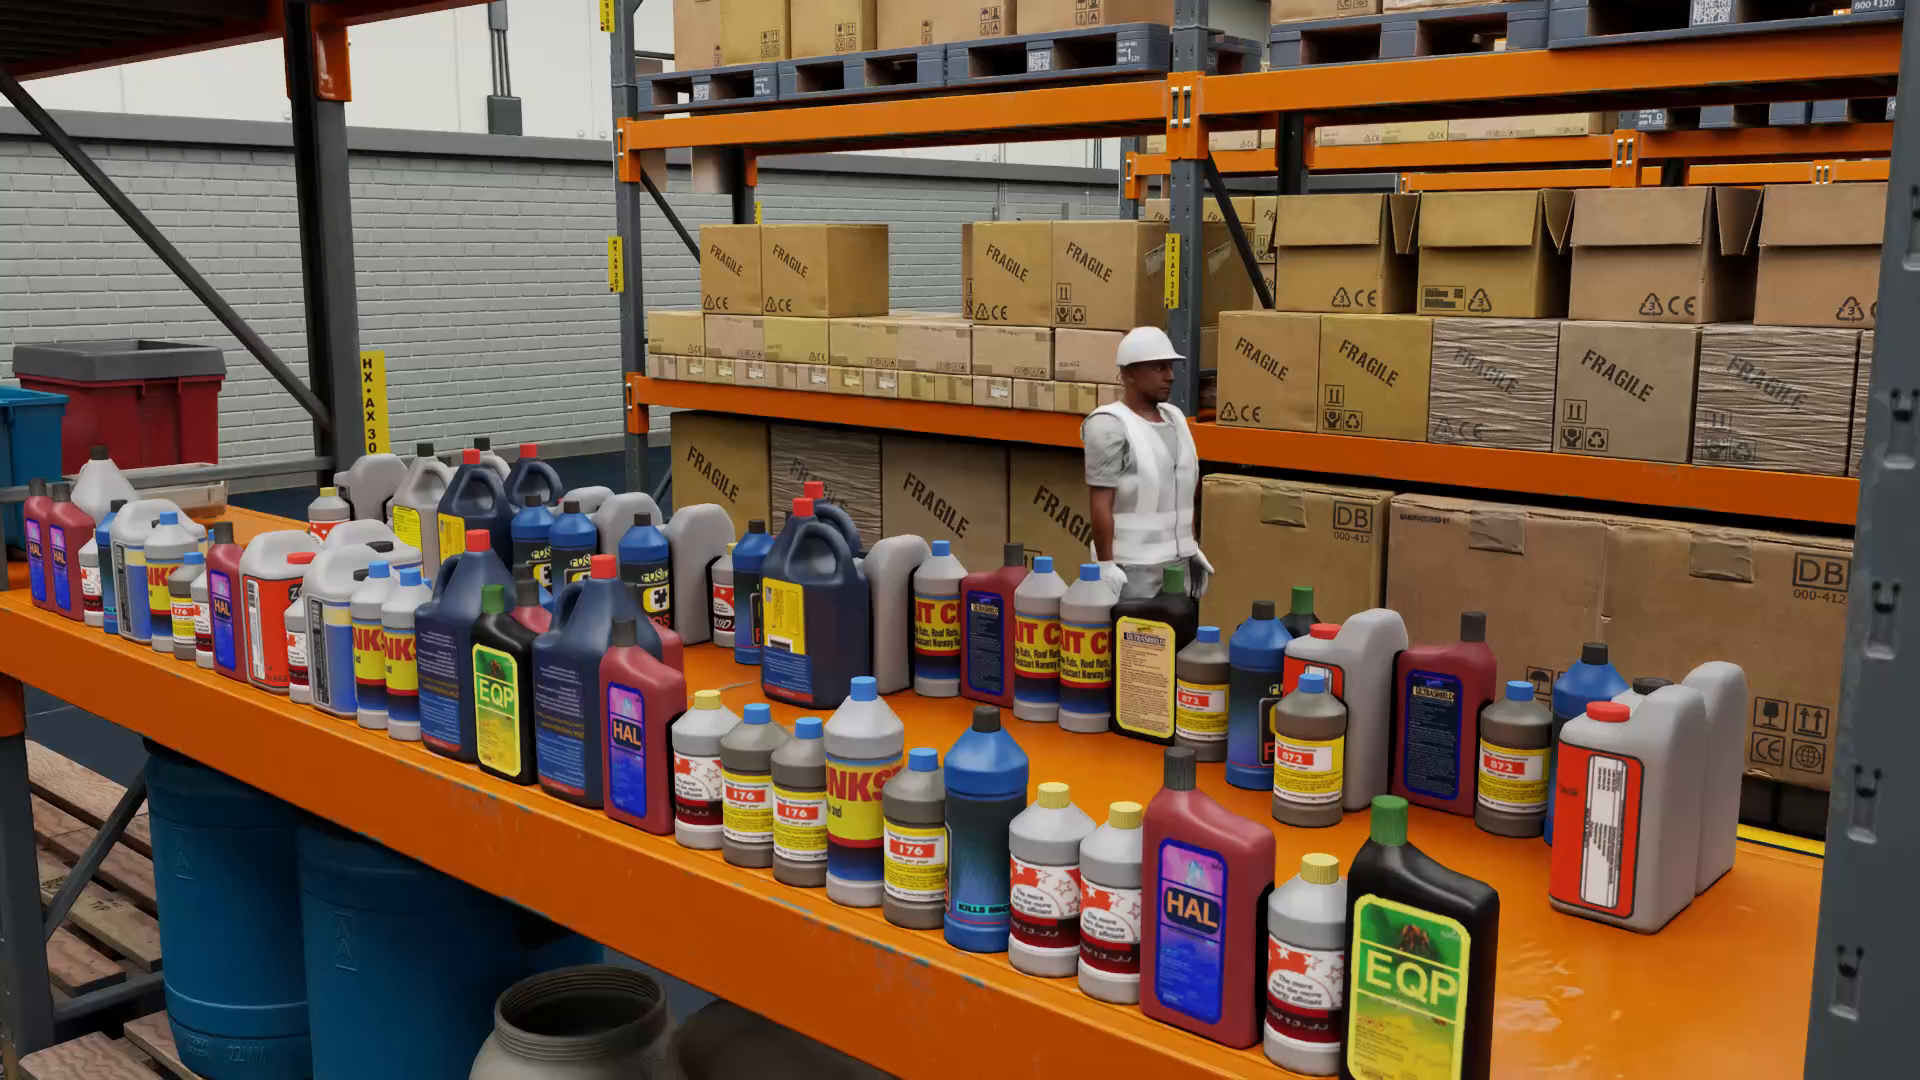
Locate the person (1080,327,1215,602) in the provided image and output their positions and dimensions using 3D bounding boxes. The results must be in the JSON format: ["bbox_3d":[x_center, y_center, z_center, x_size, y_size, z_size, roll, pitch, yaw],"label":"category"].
[{"bbox_3d":[0.715,0.087,6.340,0.378,1.787,0.548,9,14,42],"label":"person"}]
